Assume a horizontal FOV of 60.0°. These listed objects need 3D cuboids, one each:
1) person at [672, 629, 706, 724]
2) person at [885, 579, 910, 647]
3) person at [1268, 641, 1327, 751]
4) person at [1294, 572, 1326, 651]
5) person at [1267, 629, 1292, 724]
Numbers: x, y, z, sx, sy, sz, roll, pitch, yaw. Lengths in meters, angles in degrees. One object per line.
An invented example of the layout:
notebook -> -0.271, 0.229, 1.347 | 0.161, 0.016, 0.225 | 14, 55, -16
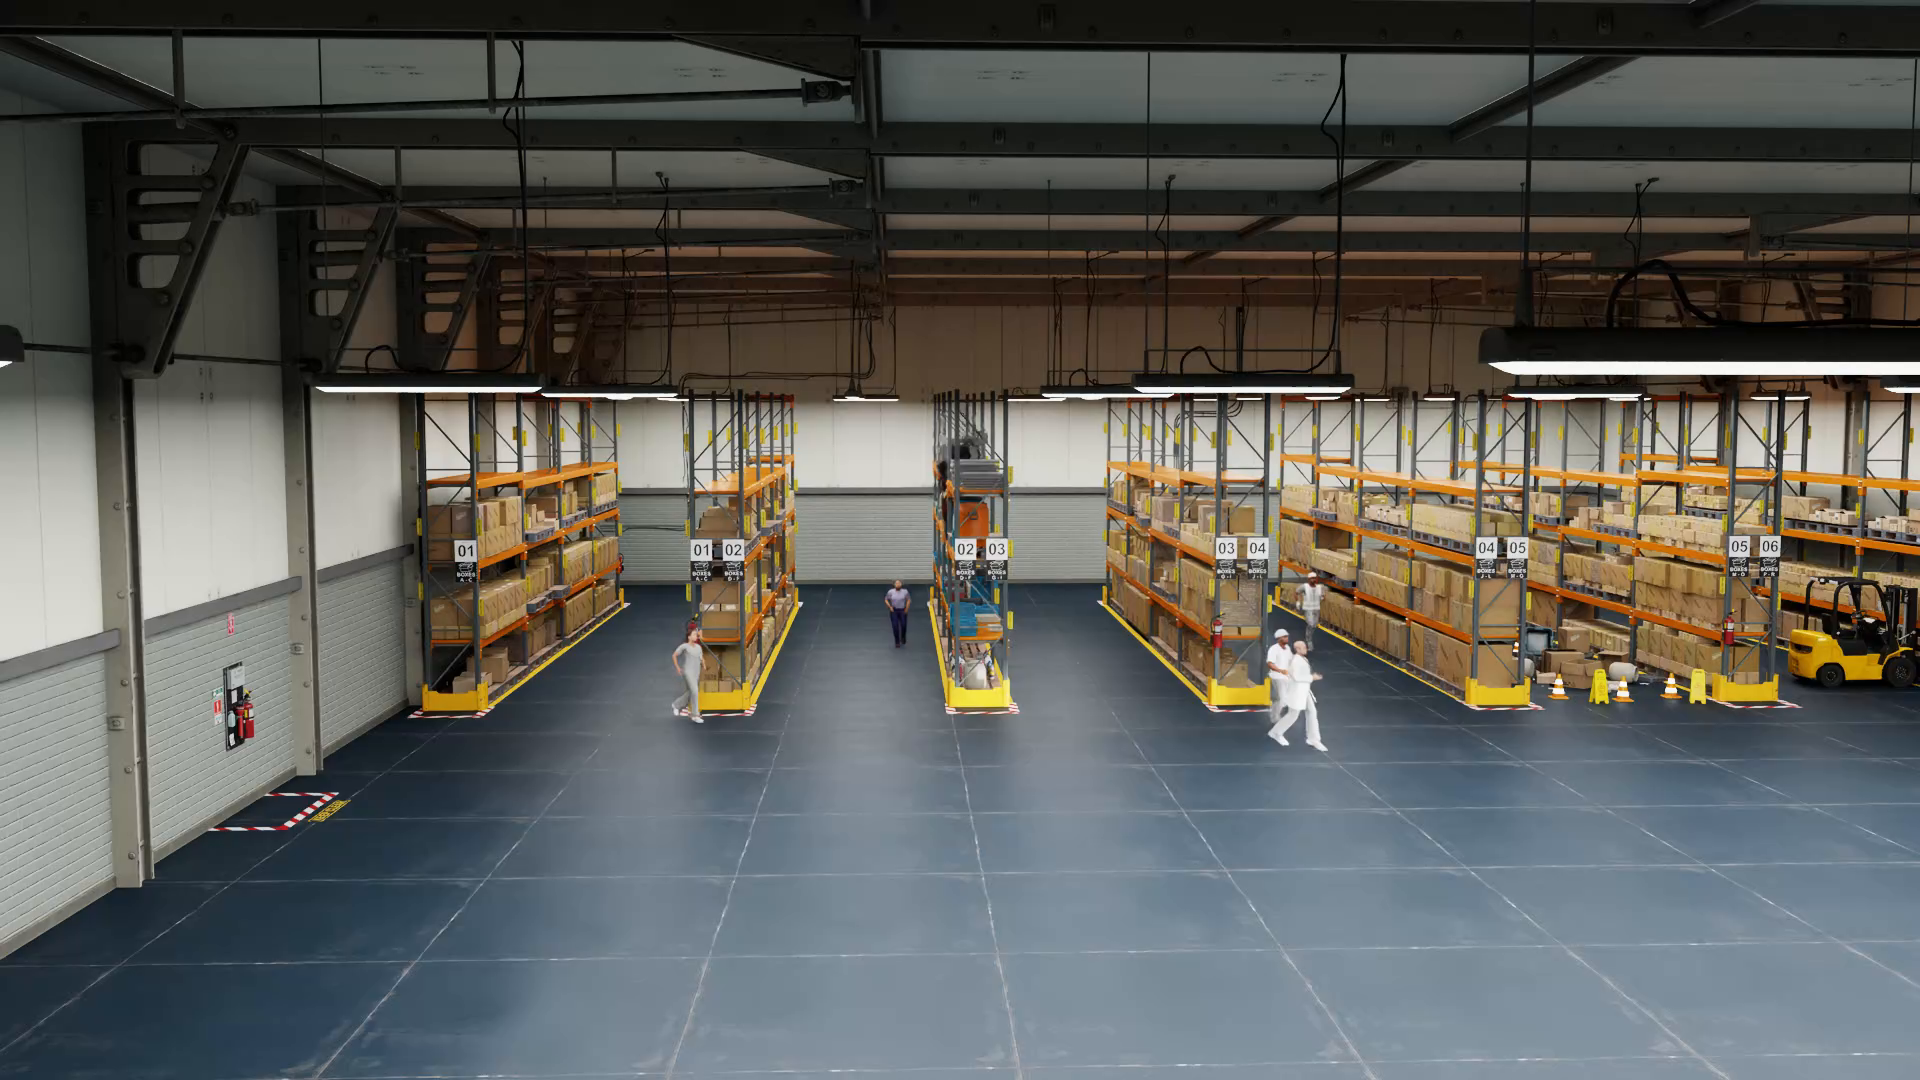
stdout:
person -> -4.864, 2.444, 30.151 | 0.837, 1.659, 0.603 | 4, 6, 37
person -> -1.471, 1.726, 39.255 | 0.609, 1.614, 0.527 | 0, 5, -3
person -> 5.603, 2.579, 27.577 | 0.966, 1.831, 0.697 | 2, 5, 27
person -> 8.206, 1.669, 38.820 | 0.662, 1.841, 0.776 | -1, 5, -16
person -> 5.749, 2.438, 29.652 | 0.599, 1.718, 0.732 | 4, 6, 44
